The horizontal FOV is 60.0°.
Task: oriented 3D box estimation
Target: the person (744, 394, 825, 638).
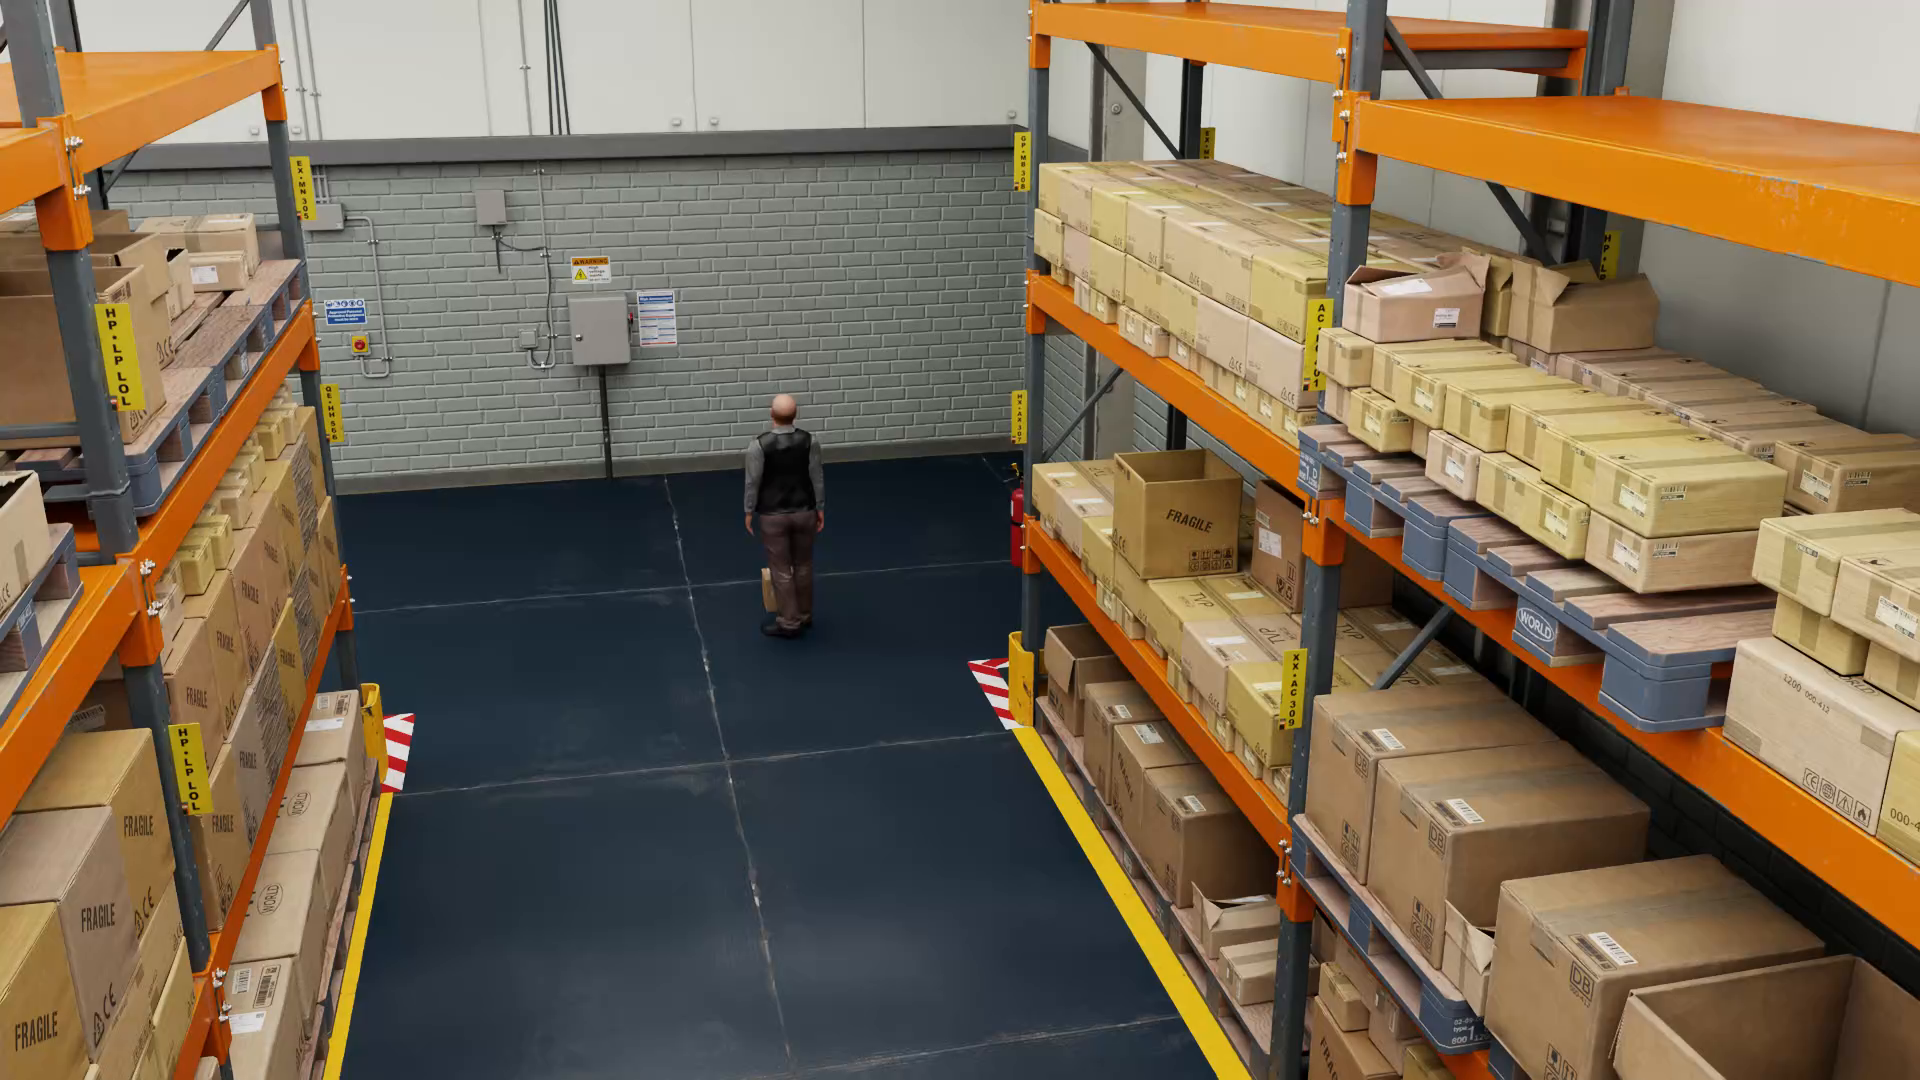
[{"bbox_3d":[-1.229,-0.181,11.598,0.560,1.724,0.455,-7,21,-20],"label":"person"}]
